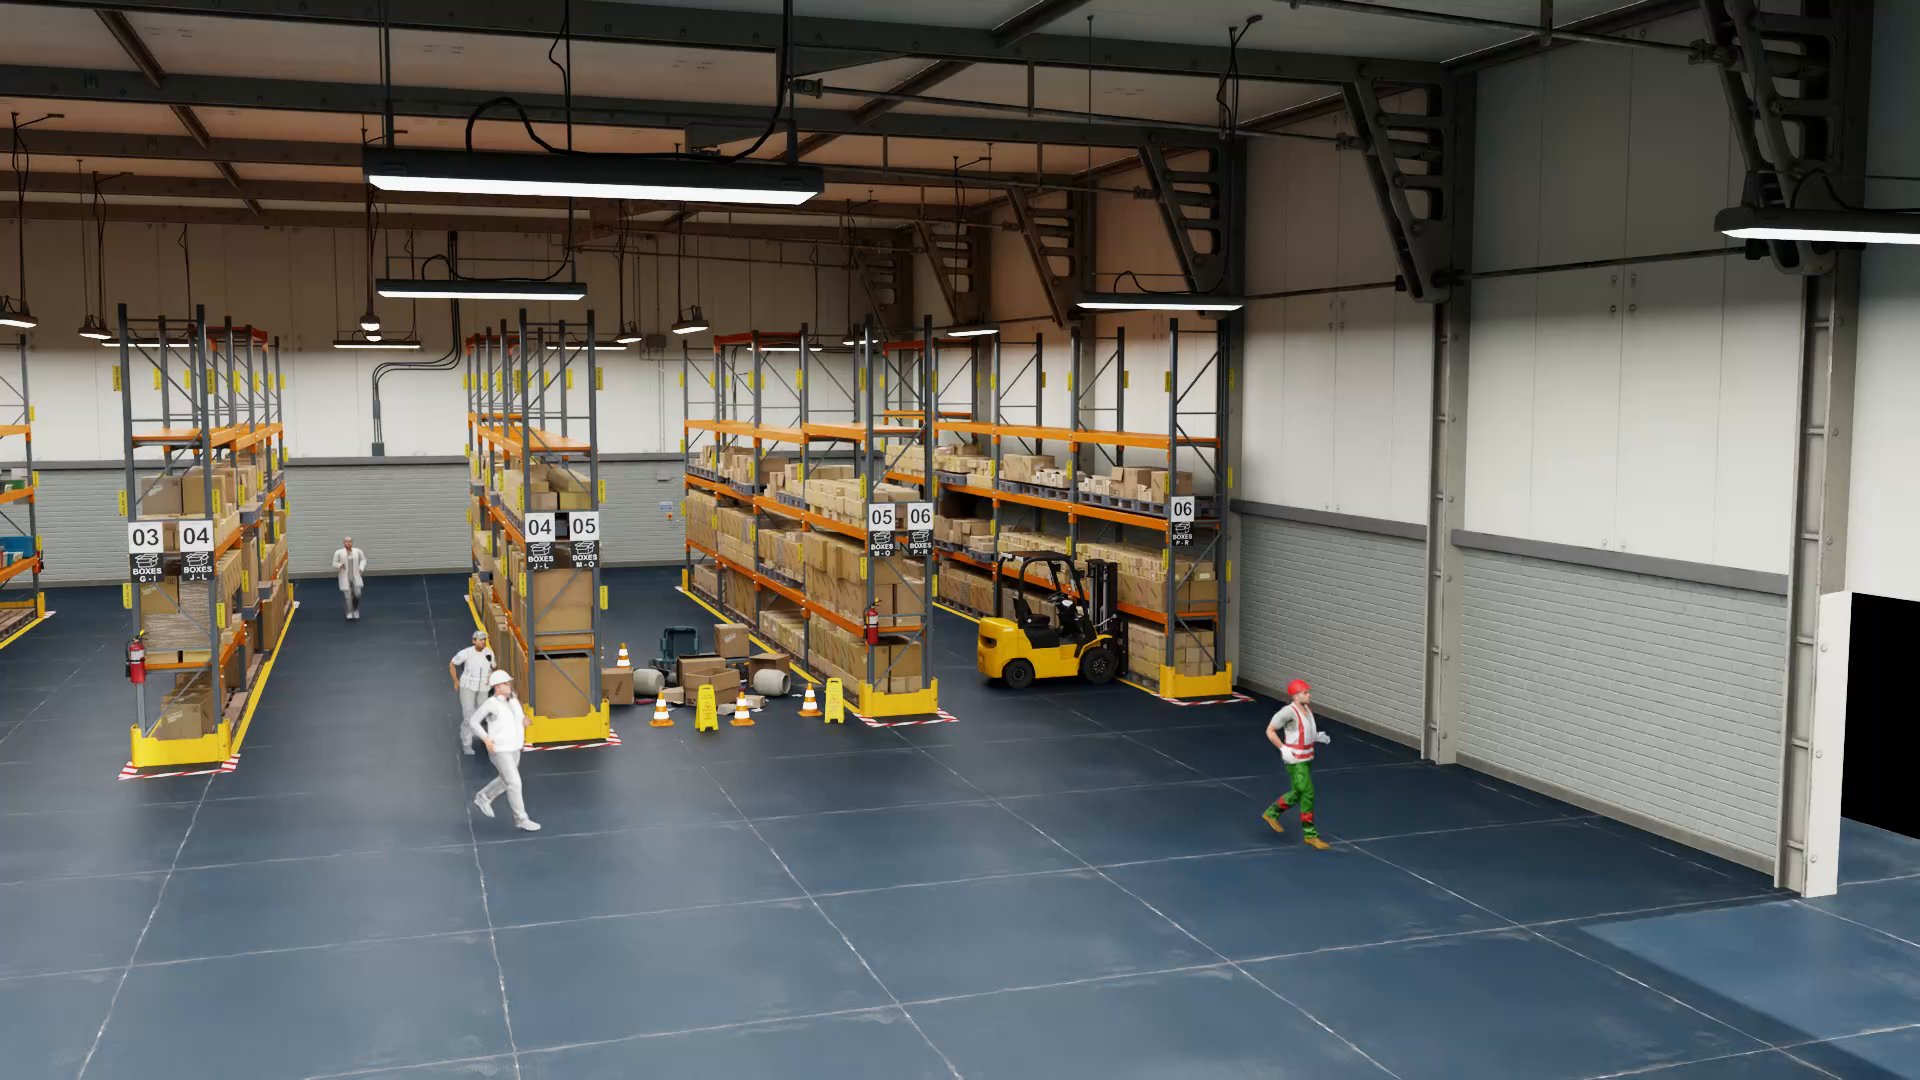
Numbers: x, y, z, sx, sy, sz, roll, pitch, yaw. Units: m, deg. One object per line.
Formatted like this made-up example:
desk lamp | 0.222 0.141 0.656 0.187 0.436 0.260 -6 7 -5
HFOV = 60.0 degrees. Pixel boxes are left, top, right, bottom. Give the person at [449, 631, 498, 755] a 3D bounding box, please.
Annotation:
person | -6.636 2.057 22.752 0.644 1.657 0.805 -4 7 -35

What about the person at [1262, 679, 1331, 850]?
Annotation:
person | 3.644 2.397 18.015 0.862 1.796 0.651 4 7 37

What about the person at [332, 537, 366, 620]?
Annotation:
person | -12.799 0.817 34.932 0.694 1.763 0.673 -3 6 -26

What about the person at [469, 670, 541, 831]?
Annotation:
person | -5.107 2.332 18.638 0.971 1.754 0.657 2 6 21
